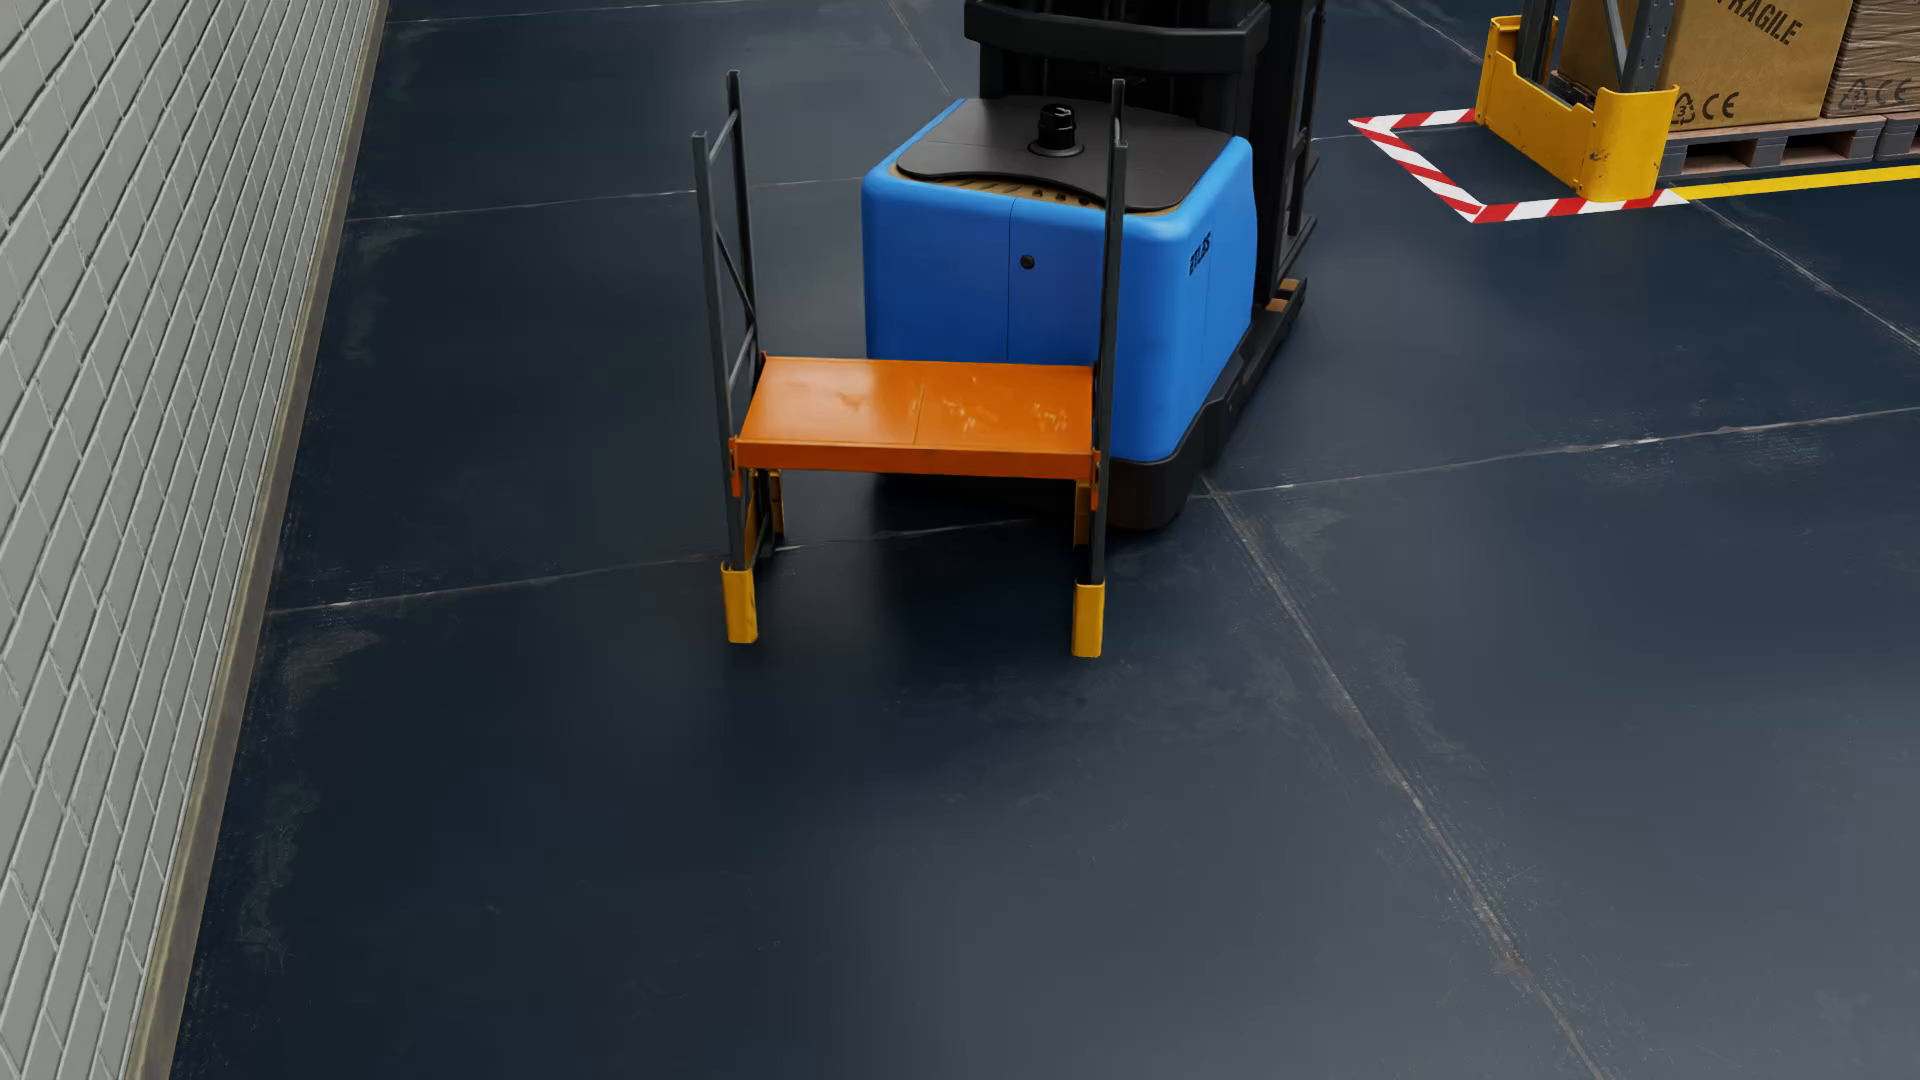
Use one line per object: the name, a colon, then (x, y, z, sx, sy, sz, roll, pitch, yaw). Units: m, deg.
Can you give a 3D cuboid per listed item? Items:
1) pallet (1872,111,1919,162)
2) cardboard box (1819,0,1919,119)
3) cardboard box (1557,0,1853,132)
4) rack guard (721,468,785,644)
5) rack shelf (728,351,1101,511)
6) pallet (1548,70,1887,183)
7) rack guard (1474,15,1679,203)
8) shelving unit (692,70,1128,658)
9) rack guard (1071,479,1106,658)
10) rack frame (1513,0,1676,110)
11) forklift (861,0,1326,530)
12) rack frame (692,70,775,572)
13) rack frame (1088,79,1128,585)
pallet: (4.860, -2.236, 8.393, 1.213, 0.211, 1.003, -7, 35, -11)
cardboard box: (4.404, -2.631, 8.009, 0.875, 0.875, 0.875, -7, 35, -11)
cardboard box: (3.516, -2.520, 7.843, 0.875, 0.875, 0.875, -7, 35, -11)
rack guard: (-0.614, 0.033, 4.977, 0.087, 0.250, 0.587, 2, 34, 3)
rack shelf: (-0.108, -0.318, 4.701, 1.000, 0.185, 0.538, 2, 34, 3)
pallet: (3.672, -2.088, 8.172, 1.213, 0.211, 1.003, -7, 35, -11)
rack guard: (2.886, -2.064, 7.878, 0.348, 0.500, 1.175, -7, 35, -11)
shelving unit: (-0.117, -0.468, 4.601, 1.083, 1.500, 0.587, 2, 34, 3)
rack guard: (0.380, 0.070, 4.921, 0.087, 0.250, 0.587, 2, 34, 3)
rack frame: (2.909, -3.105, 7.185, 0.127, 3.000, 1.000, -7, 35, -11)
forklift: (0.716, -2.060, 5.689, 1.130, 2.935, 3.031, 13, 36, 18)
rack frame: (-0.615, -0.486, 4.629, 0.032, 1.500, 0.500, 2, 34, 3)
rack frame: (0.399, -0.448, 4.572, 0.032, 1.500, 0.500, 2, 34, 3)
